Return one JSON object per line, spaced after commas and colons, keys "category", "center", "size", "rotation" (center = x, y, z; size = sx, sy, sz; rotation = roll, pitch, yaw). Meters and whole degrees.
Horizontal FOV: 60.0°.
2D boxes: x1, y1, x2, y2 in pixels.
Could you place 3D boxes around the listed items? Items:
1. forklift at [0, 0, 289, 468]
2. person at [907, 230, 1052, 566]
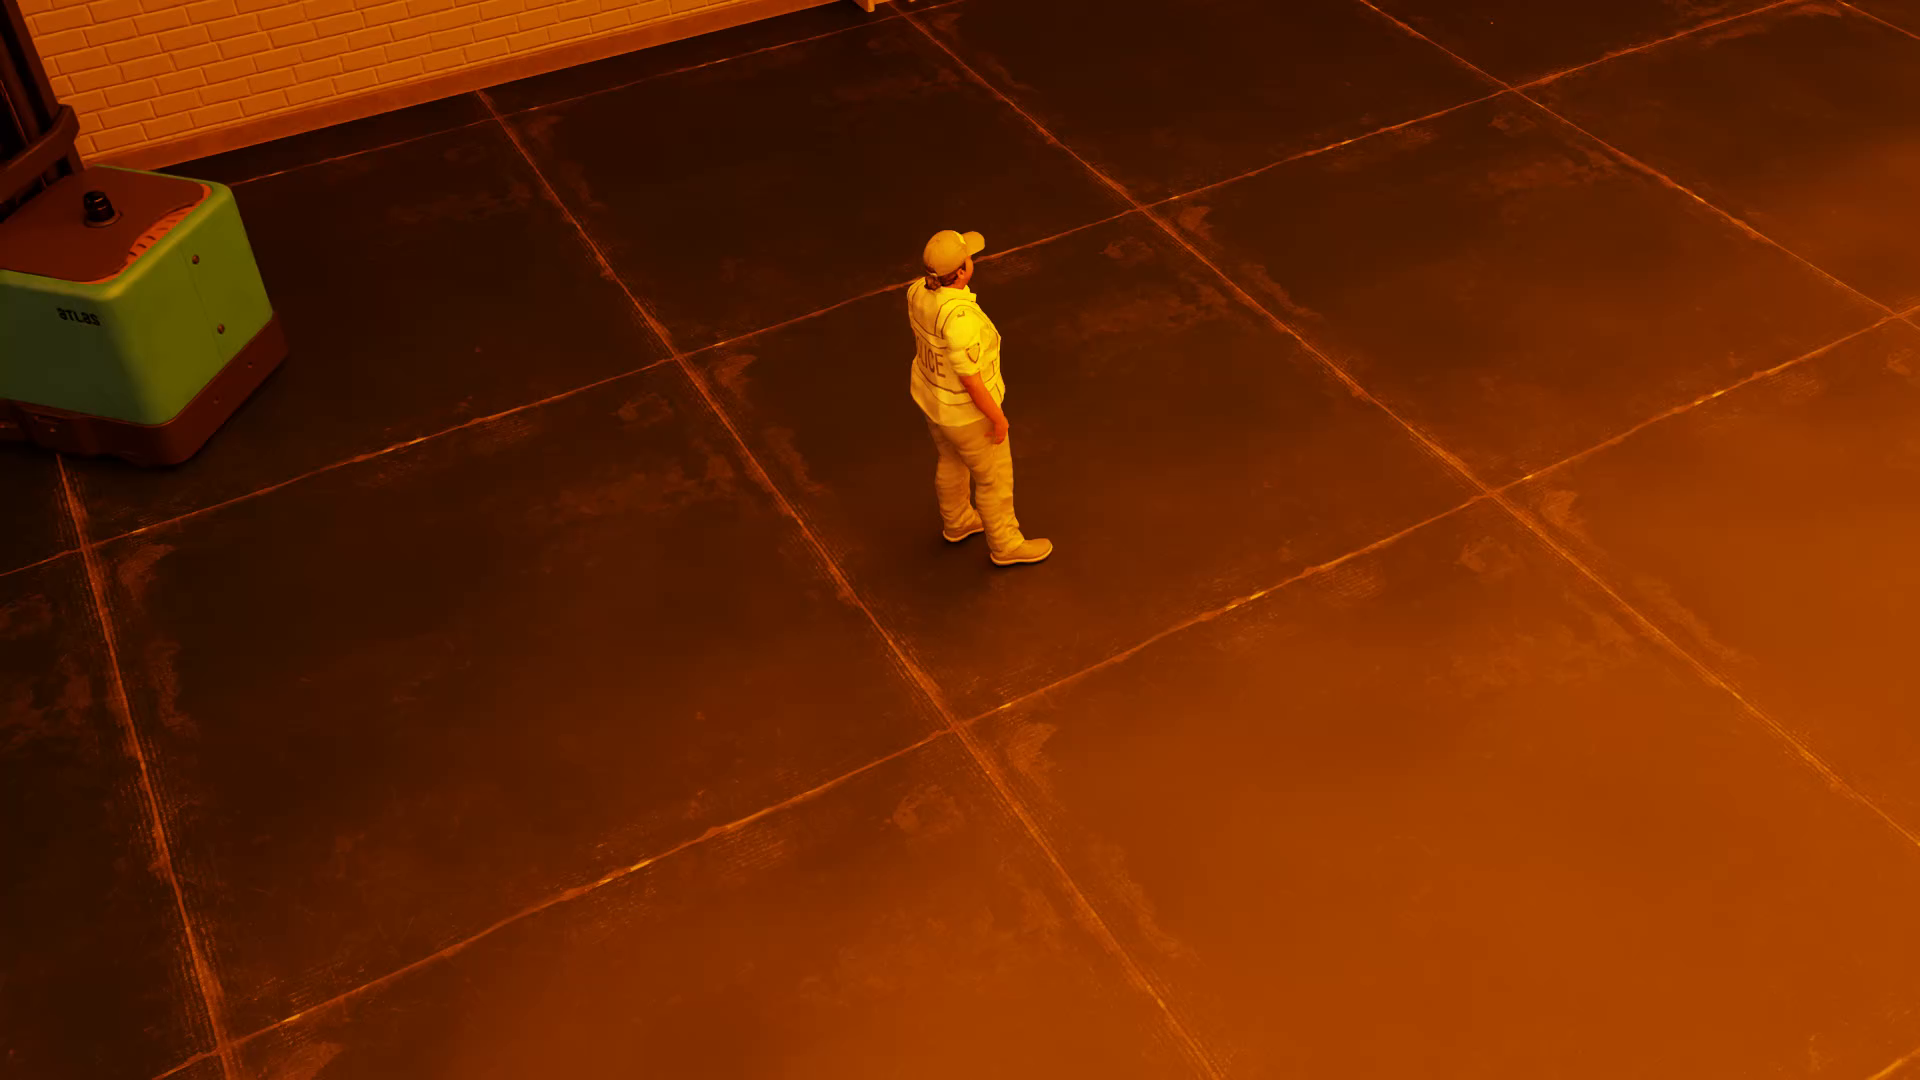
{"category": "forklift", "center": [-5.134, -1.985, 7.838], "size": [3.031, 2.935, 1.130], "rotation": [10, 44, 11]}
{"category": "person", "center": [0.078, -0.629, 7.295], "size": [0.529, 1.670, 0.599], "rotation": [-21, 47, -21]}
